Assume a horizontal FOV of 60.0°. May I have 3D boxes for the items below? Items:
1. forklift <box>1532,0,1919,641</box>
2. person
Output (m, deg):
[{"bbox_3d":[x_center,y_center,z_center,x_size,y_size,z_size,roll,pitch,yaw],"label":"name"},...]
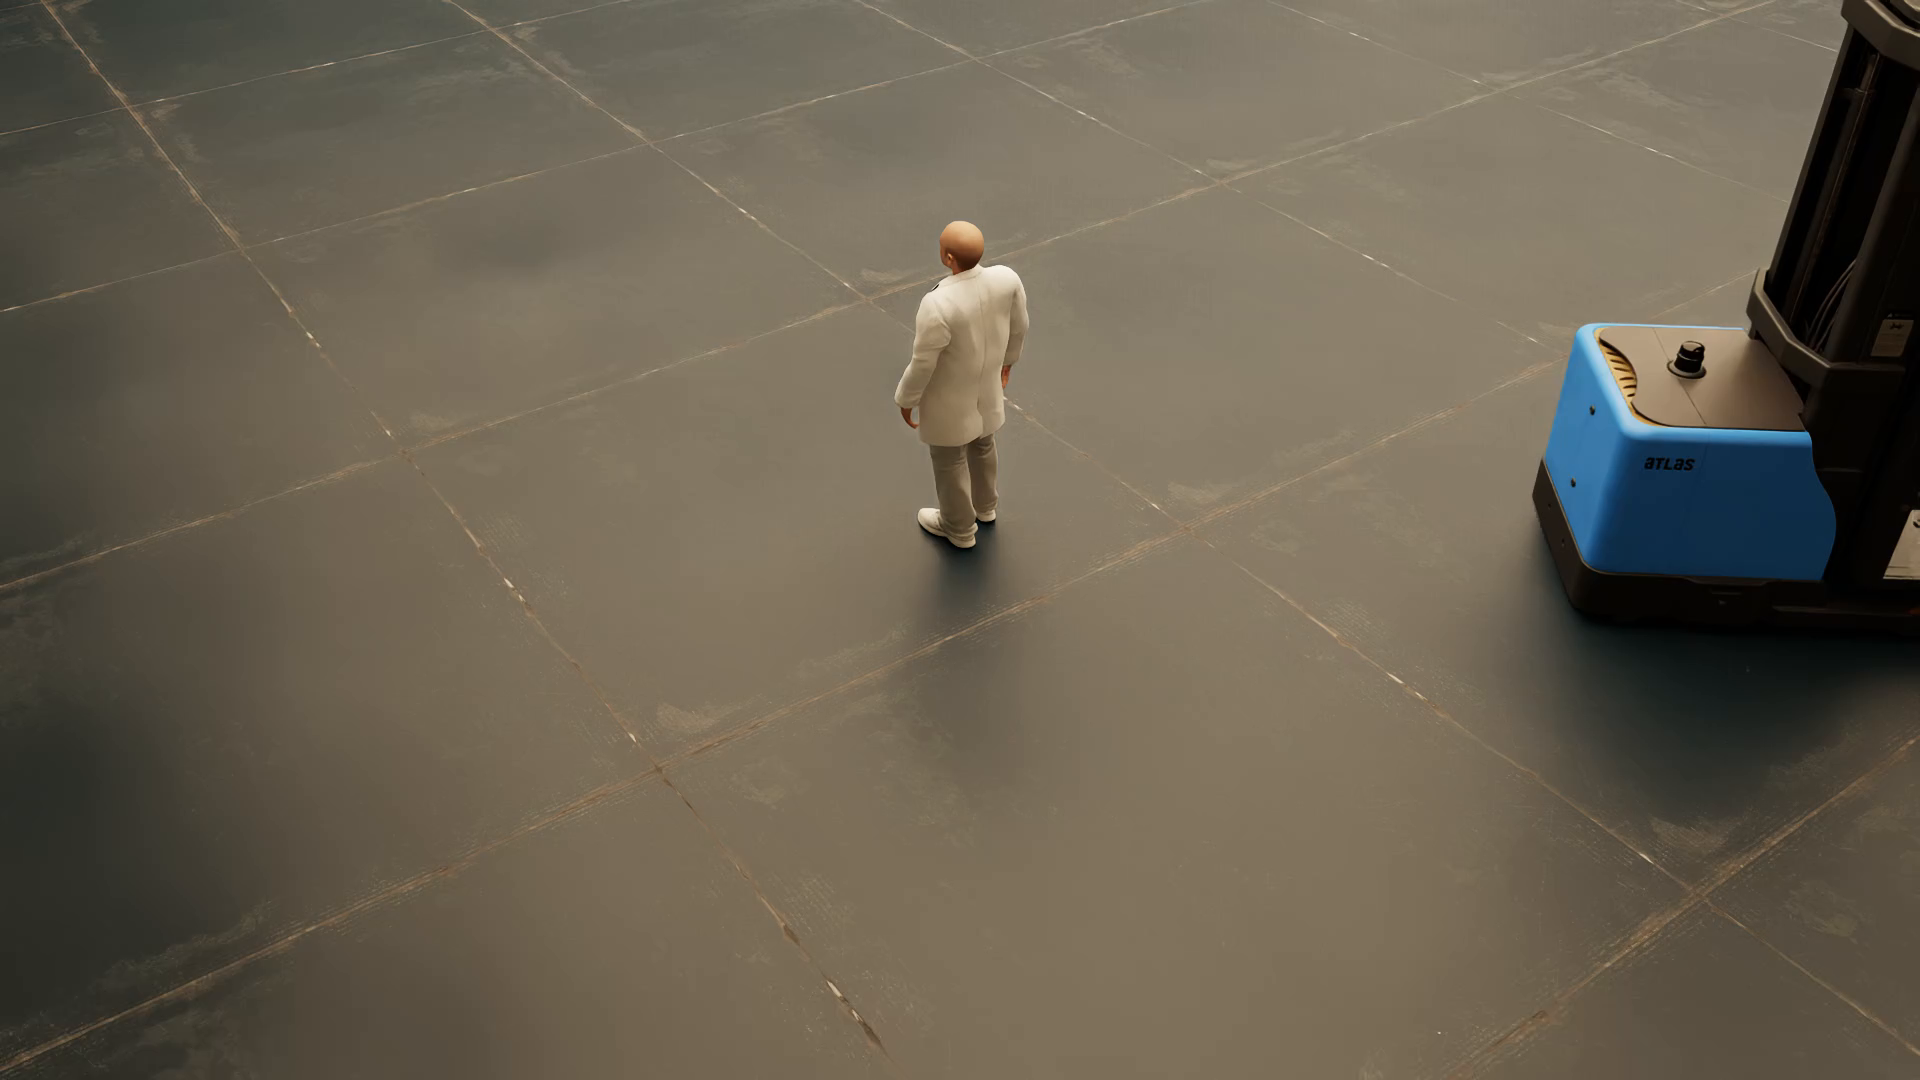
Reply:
[{"bbox_3d":[4.438,-1.027,7.334,3.031,2.935,1.130,2,37,3],"label":"forklift"},{"bbox_3d":[-0.050,-0.766,7.939,0.696,1.778,0.578,-23,42,-28],"label":"person"}]
